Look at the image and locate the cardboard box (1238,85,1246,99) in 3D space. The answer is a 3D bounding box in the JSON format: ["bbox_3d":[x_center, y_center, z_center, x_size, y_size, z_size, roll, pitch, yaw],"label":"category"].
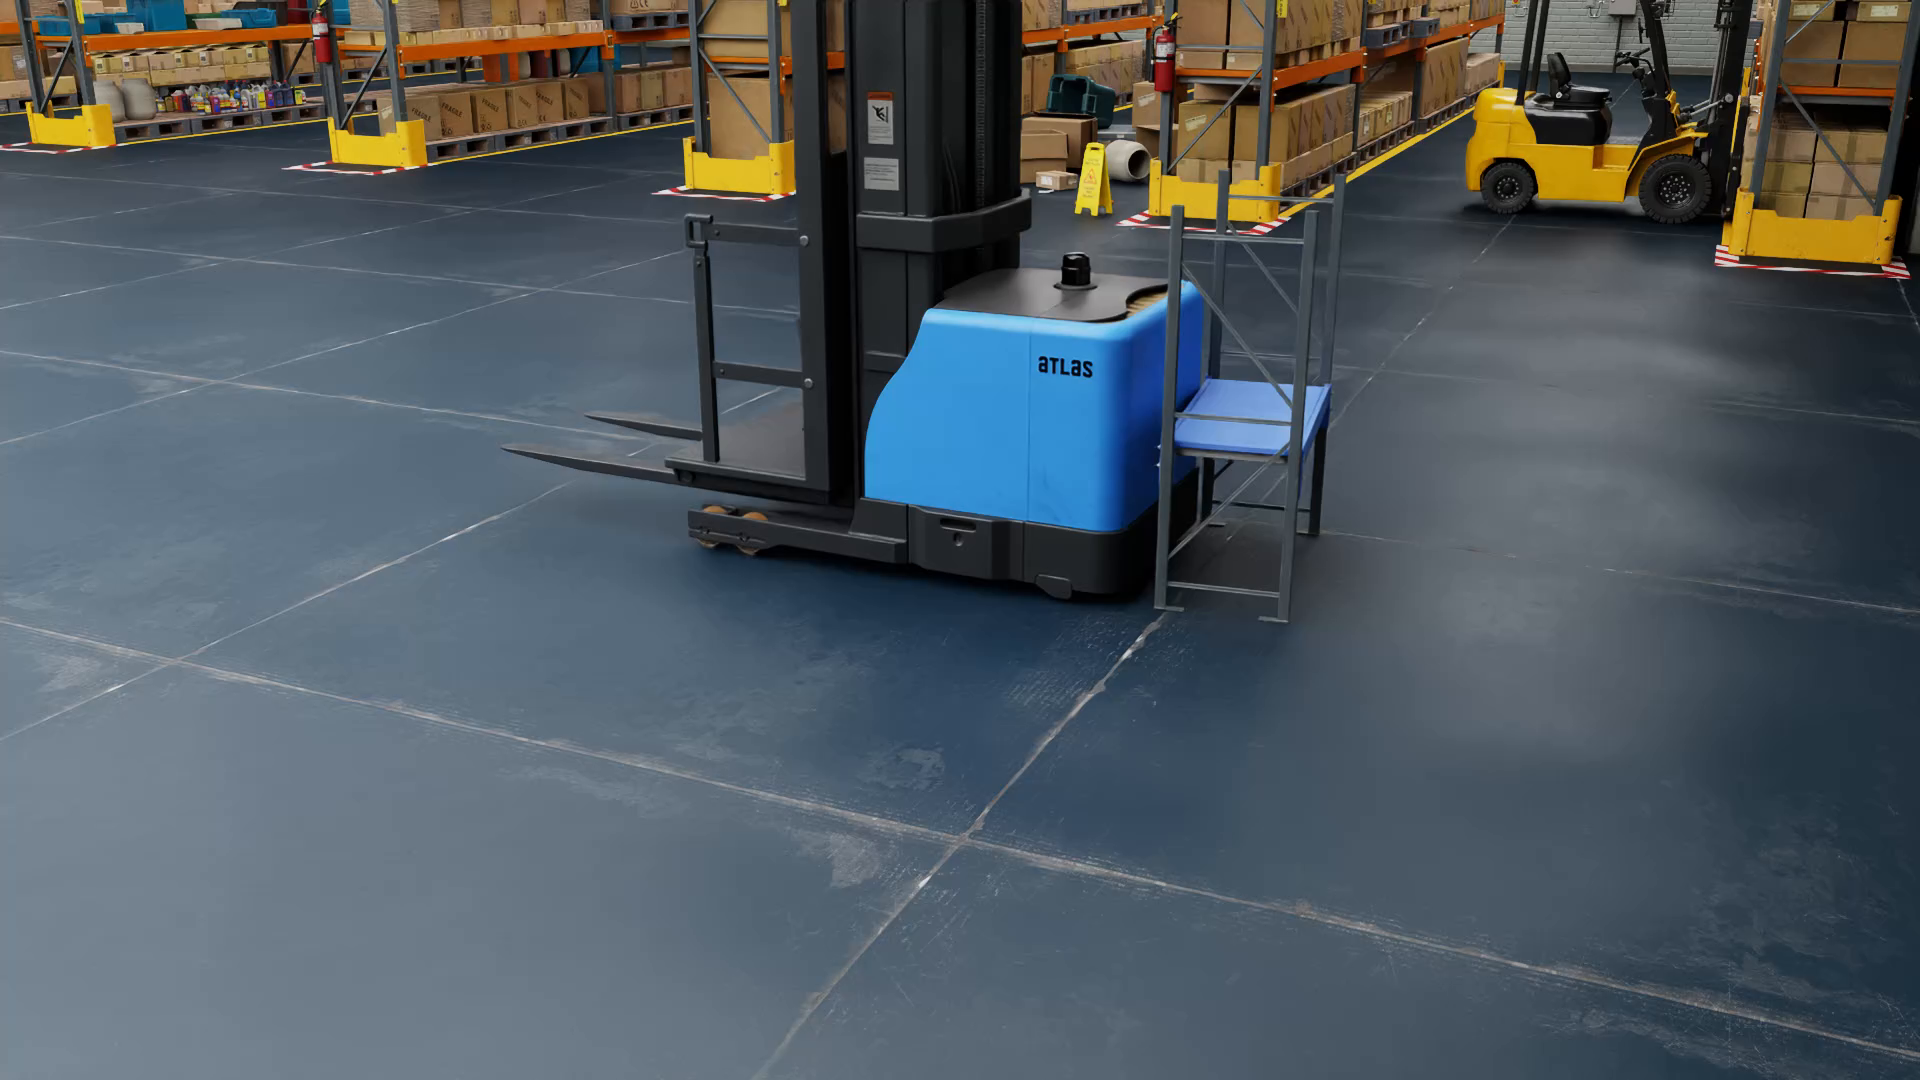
[{"bbox_3d":[2.592,-4.426,16.327,0.380,0.149,0.250,9,21,24],"label":"cardboard box"}]

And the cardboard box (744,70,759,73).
[{"bbox_3d":[-3.156,-7.596,26.396,1.225,0.875,0.875,8,21,20],"label":"cardboard box"}]

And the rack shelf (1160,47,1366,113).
[{"bbox_3d":[3.126,-4.659,16.665,1.077,0.370,4.000,9,21,23],"label":"rack shelf"}]

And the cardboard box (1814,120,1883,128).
[{"bbox_3d":[7.408,-3.354,13.907,0.500,0.250,0.500,9,21,23],"label":"cardboard box"}]

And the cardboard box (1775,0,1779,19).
[{"bbox_3d":[6.801,-4.285,13.425,0.380,0.149,0.250,9,21,24],"label":"cardboard box"}]

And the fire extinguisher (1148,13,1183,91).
[{"bbox_3d":[1.840,-4.378,14.918,0.296,0.674,0.183,9,21,23],"label":"fire extinguisher"}]

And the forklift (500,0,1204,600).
[{"bbox_3d":[-0.563,-1.475,6.742,3.031,2.935,1.130,9,21,24],"label":"forklift"}]

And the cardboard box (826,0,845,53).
[{"bbox_3d":[-1.590,-5.550,17.874,0.875,0.550,0.550,9,21,23],"label":"cardboard box"}]

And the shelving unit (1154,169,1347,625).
[{"bbox_3d":[1.124,-0.589,6.387,0.538,1.500,1.048,6,20,16],"label":"shelving unit"}]

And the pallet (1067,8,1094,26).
[{"bbox_3d":[1.221,-7.622,24.211,1.213,0.211,1.003,9,21,23],"label":"pallet"}]

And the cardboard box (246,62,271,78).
[{"bbox_3d":[-12.487,-8.260,29.195,0.500,0.250,0.500,9,22,24],"label":"cardboard box"}]

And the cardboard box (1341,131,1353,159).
[{"bbox_3d":[3.949,-4.294,18.042,0.500,0.250,0.500,10,22,25],"label":"cardboard box"}]

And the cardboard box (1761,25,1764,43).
[{"bbox_3d":[9.498,-5.826,19.098,0.500,0.250,0.500,8,21,22],"label":"cardboard box"}]

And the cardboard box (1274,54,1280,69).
[{"bbox_3d":[2.726,-4.422,15.302,0.380,0.149,0.250,9,21,24],"label":"cardboard box"}]

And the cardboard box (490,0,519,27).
[{"bbox_3d":[-5.928,-6.565,20.359,0.875,0.500,0.500,9,21,23],"label":"cardboard box"}]

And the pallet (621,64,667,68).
[{"bbox_3d":[-6.073,-9.010,31.989,1.003,0.211,1.213,9,21,23],"label":"pallet"}]

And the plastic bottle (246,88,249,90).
[{"bbox_3d":[-9.930,-6.188,23.290,0.061,0.283,0.133,9,21,23],"label":"plastic bottle"}]

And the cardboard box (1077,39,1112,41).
[{"bbox_3d":[2.120,-7.887,26.653,0.500,0.250,0.500,8,21,20],"label":"cardboard box"}]

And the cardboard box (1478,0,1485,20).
[{"bbox_3d":[7.862,-8.362,25.857,0.500,0.500,0.500,9,21,23],"label":"cardboard box"}]

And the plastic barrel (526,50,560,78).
[{"bbox_3d":[-7.329,-8.430,29.168,0.600,0.588,0.708,9,21,23],"label":"plastic barrel"}]

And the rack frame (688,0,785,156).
[{"bbox_3d":[-2.250,-5.034,16.648,1.000,3.000,0.127,9,21,23],"label":"rack frame"}]

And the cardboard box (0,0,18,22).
[{"bbox_3d":[-14.518,-8.077,25.056,0.700,0.500,0.500,8,21,22],"label":"cardboard box"}]

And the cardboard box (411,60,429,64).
[{"bbox_3d":[-10.796,-9.614,32.599,0.500,0.500,0.500,8,21,22],"label":"cardboard box"}]

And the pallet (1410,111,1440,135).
[{"bbox_3d":[5.975,-5.748,22.818,1.003,0.211,1.213,9,21,23],"label":"pallet"}]

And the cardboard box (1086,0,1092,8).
[{"bbox_3d":[1.723,-7.916,24.499,0.380,0.149,0.250,10,22,25],"label":"cardboard box"}]

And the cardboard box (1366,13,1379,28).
[{"bbox_3d":[4.460,-5.814,18.588,0.380,0.149,0.250,9,21,23],"label":"cardboard box"}]

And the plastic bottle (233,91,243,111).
[{"bbox_3d":[-9.961,-6.056,22.936,0.097,0.271,0.097,0,20,0],"label":"plastic bottle"}]

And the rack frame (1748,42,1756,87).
[{"bbox_3d":[13.389,-8.597,26.667,1.000,3.000,0.127,9,21,23],"label":"rack frame"}]

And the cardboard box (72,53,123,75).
[{"bbox_3d":[-13.735,-7.588,26.468,0.500,0.311,0.500,9,21,23],"label":"cardboard box"}]

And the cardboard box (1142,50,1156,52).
[{"bbox_3d":[3.241,-8.452,28.998,0.380,0.149,0.250,9,21,23],"label":"cardboard box"}]

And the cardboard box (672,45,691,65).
[{"bbox_3d":[-3.913,-7.202,24.697,0.500,0.250,0.500,11,22,29],"label":"cardboard box"}]

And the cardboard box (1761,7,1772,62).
[{"bbox_3d":[8.055,-4.876,16.054,0.500,0.500,0.500,8,21,21],"label":"cardboard box"}]

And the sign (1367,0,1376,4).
[{"bbox_3d":[4.444,-5.945,17.916,0.100,0.325,0.005,9,21,23],"label":"sign"}]

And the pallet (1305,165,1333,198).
[{"bbox_3d":[3.204,-3.711,17.087,1.003,0.211,1.213,9,21,23],"label":"pallet"}]

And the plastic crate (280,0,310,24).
[{"bbox_3d":[-9.695,-7.868,24.522,0.402,0.464,0.583,9,21,23],"label":"plastic crate"}]

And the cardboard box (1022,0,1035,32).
[{"bbox_3d":[0.676,-7.047,22.159,0.500,0.500,0.500,8,21,22],"label":"cardboard box"}]

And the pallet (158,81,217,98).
[{"bbox_3d":[-13.367,-7.620,28.080,1.003,0.211,1.213,9,21,23],"label":"pallet"}]

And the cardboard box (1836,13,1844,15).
[{"bbox_3d":[7.904,-4.336,14.536,0.500,0.500,0.500,9,21,24],"label":"cardboard box"}]

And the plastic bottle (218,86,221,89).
[{"bbox_3d":[-10.506,-6.283,23.558,0.061,0.283,0.133,10,22,25],"label":"plastic bottle"}]

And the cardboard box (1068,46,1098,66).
[{"bbox_3d":[1.737,-7.186,24.683,0.500,0.250,0.500,8,21,22],"label":"cardboard box"}]

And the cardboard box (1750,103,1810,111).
[{"bbox_3d":[7.579,-3.889,15.412,0.500,0.250,0.500,9,22,25],"label":"cardboard box"}]

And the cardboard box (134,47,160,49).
[{"bbox_3d":[-16.229,-9.889,32.881,0.750,0.750,0.750,8,21,22],"label":"cardboard box"}]

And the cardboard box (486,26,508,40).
[{"bbox_3d":[-5.697,-6.127,20.096,0.380,0.149,0.250,9,21,23],"label":"cardboard box"}]

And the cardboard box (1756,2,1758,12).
[{"bbox_3d":[11.349,-7.502,22.812,0.700,0.500,0.500,9,22,24],"label":"cardboard box"}]

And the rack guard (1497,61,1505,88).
[{"bbox_3d":[8.869,-8.107,29.018,1.175,0.500,0.348,9,21,23],"label":"rack guard"}]

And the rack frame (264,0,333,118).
[{"bbox_3d":[-9.614,-7.648,23.998,1.000,3.000,0.127,9,21,23],"label":"rack frame"}]

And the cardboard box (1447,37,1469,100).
[{"bbox_3d":[7.040,-7.051,24.862,0.875,0.875,0.875,9,22,24],"label":"cardboard box"}]

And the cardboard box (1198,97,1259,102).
[{"bbox_3d":[2.608,-4.082,16.329,0.500,0.500,0.500,9,22,25],"label":"cardboard box"}]

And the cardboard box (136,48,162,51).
[{"bbox_3d":[-13.604,-8.124,27.976,0.500,0.311,0.500,8,21,22],"label":"cardboard box"}]

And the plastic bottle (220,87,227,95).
[{"bbox_3d":[-10.427,-6.272,23.545,0.097,0.271,0.097,0,20,0],"label":"plastic bottle"}]

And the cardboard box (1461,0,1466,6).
[{"bbox_3d":[7.065,-7.897,24.176,0.500,0.250,0.500,9,22,24],"label":"cardboard box"}]

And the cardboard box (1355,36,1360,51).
[{"bbox_3d":[4.092,-5.350,17.912,0.380,0.149,0.250,8,21,22],"label":"cardboard box"}]
